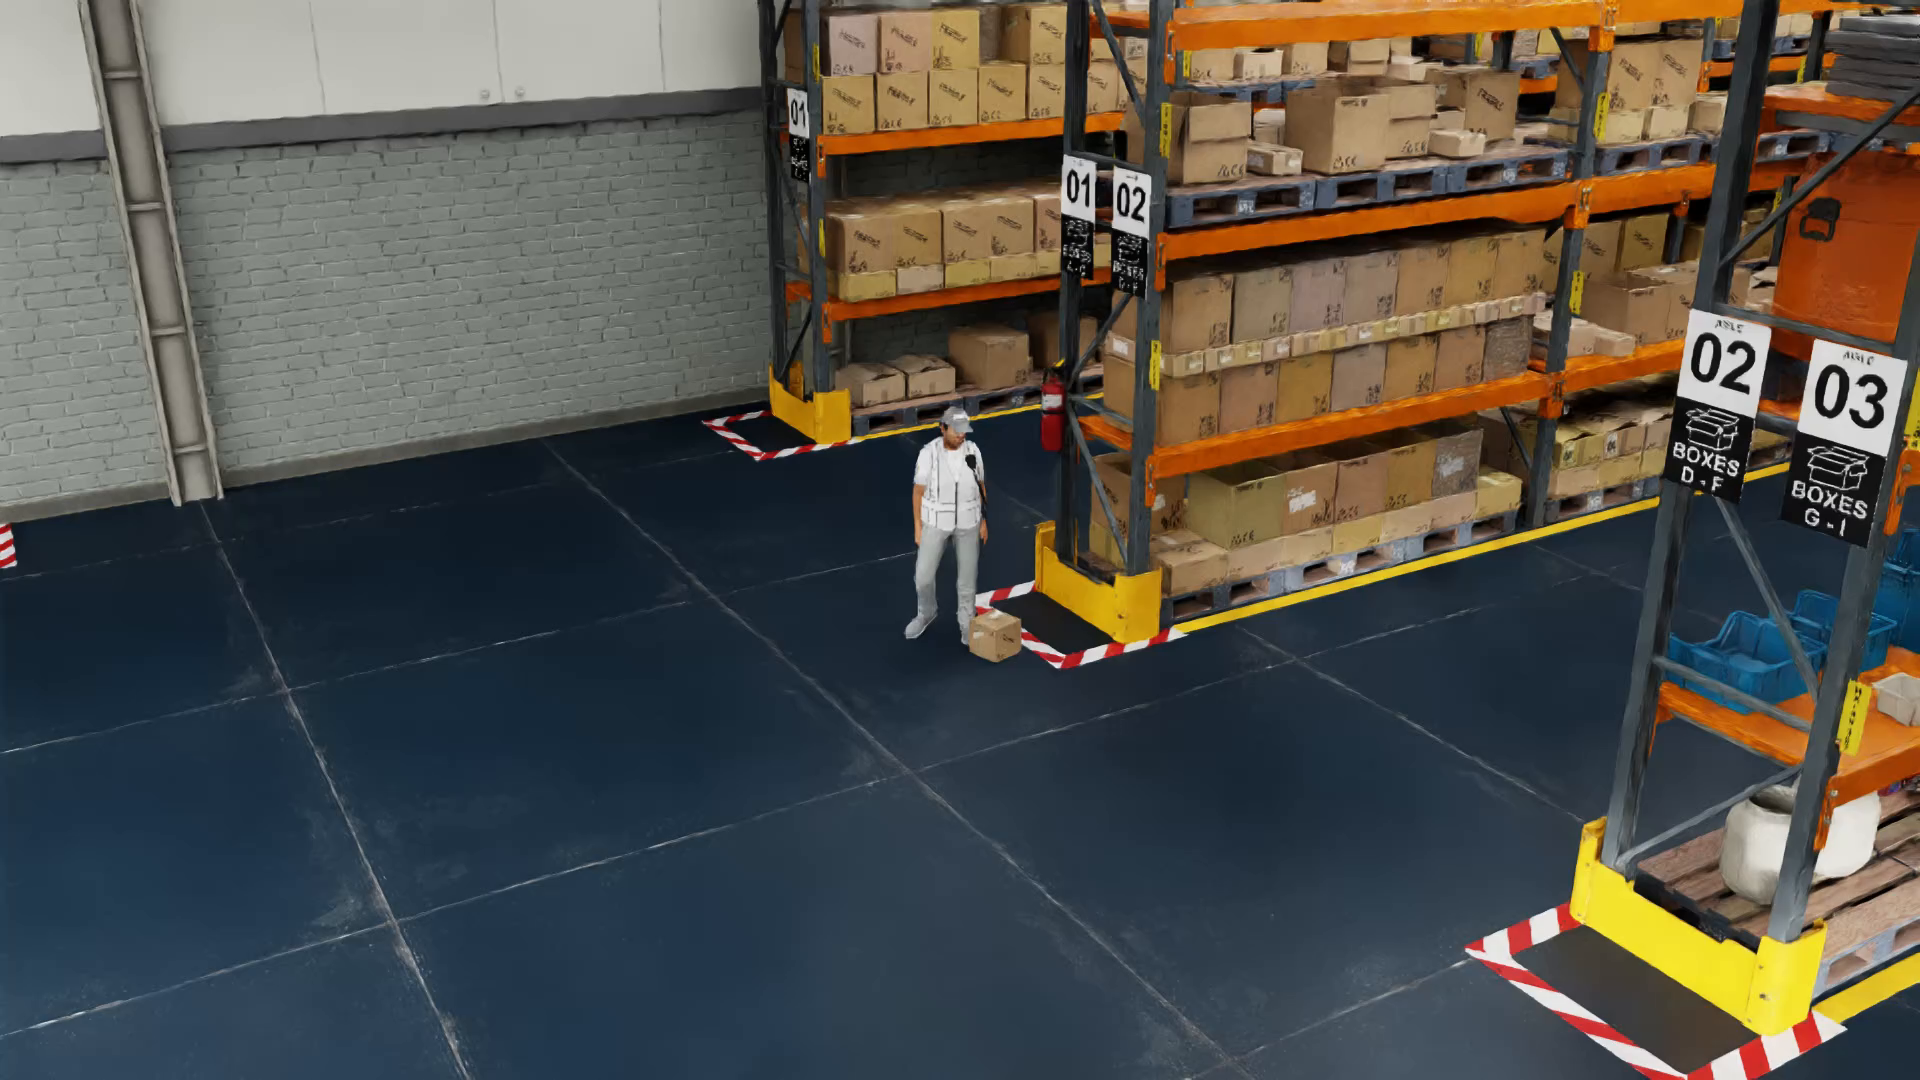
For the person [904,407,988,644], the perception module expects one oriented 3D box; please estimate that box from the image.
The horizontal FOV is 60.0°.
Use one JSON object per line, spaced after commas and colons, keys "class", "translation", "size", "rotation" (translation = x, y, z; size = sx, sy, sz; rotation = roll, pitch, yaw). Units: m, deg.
{"class": "person", "translation": [-0.097, -0.104, 11.303], "size": [0.578, 1.662, 0.392], "rotation": [-4, 22, -10]}
